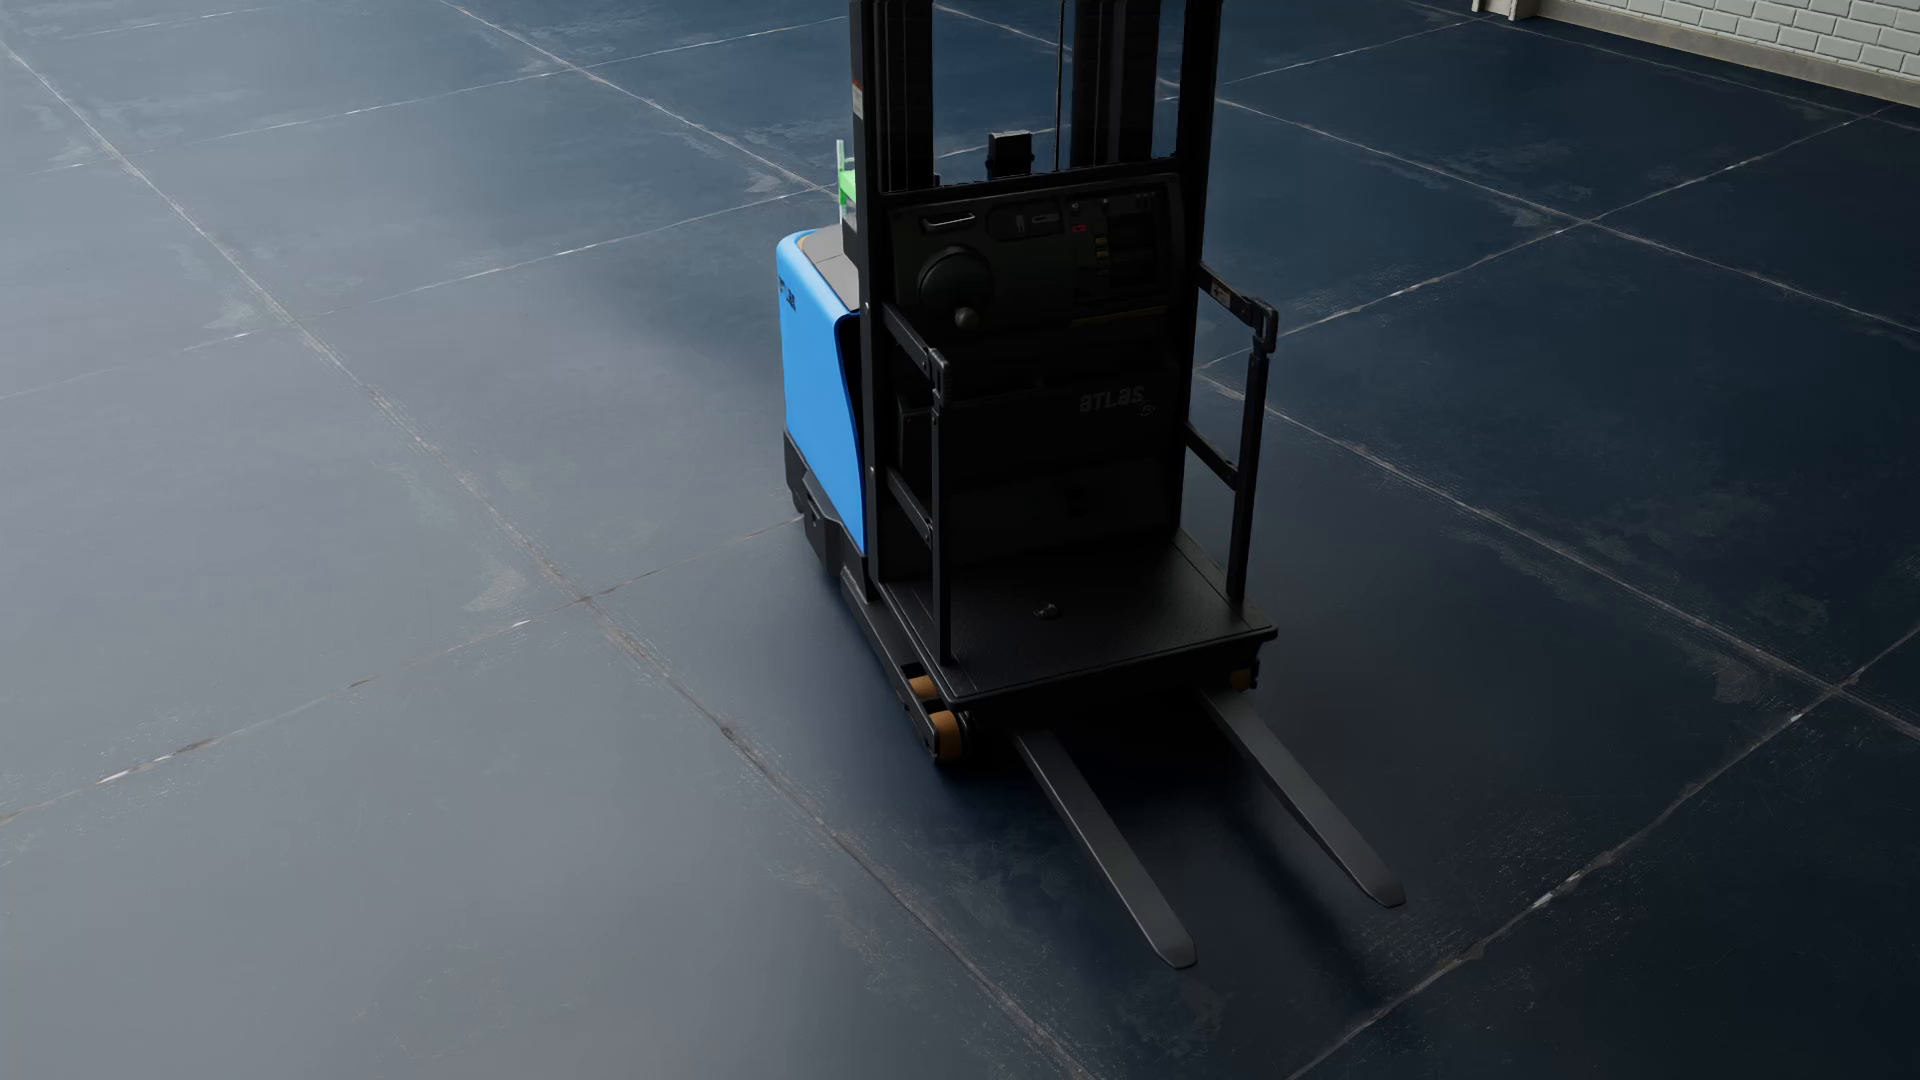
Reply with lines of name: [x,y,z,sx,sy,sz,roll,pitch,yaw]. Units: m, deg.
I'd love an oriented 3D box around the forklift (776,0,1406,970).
forklift: [0.315,-0.802,4.763,1.130,2.935,3.031,-11,34,-17]

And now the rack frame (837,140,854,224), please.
rack frame: [-0.365,-1.069,6.834,0.240,1.200,0.015,-11,34,-17]

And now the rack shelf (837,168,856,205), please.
rack shelf: [-0.279,-1.302,6.420,0.258,0.148,0.480,-11,34,-17]

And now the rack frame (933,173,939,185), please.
rack frame: [-0.193,-0.828,6.446,0.240,1.200,0.015,-11,34,-17]

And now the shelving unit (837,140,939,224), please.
shelving unit: [-0.279,-0.949,6.640,0.258,1.200,0.503,-11,34,-17]

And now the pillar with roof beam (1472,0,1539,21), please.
pillar with roof beam: [0.786,-6.486,8.163,9.100,9.000,0.400,-22,38,-31]
